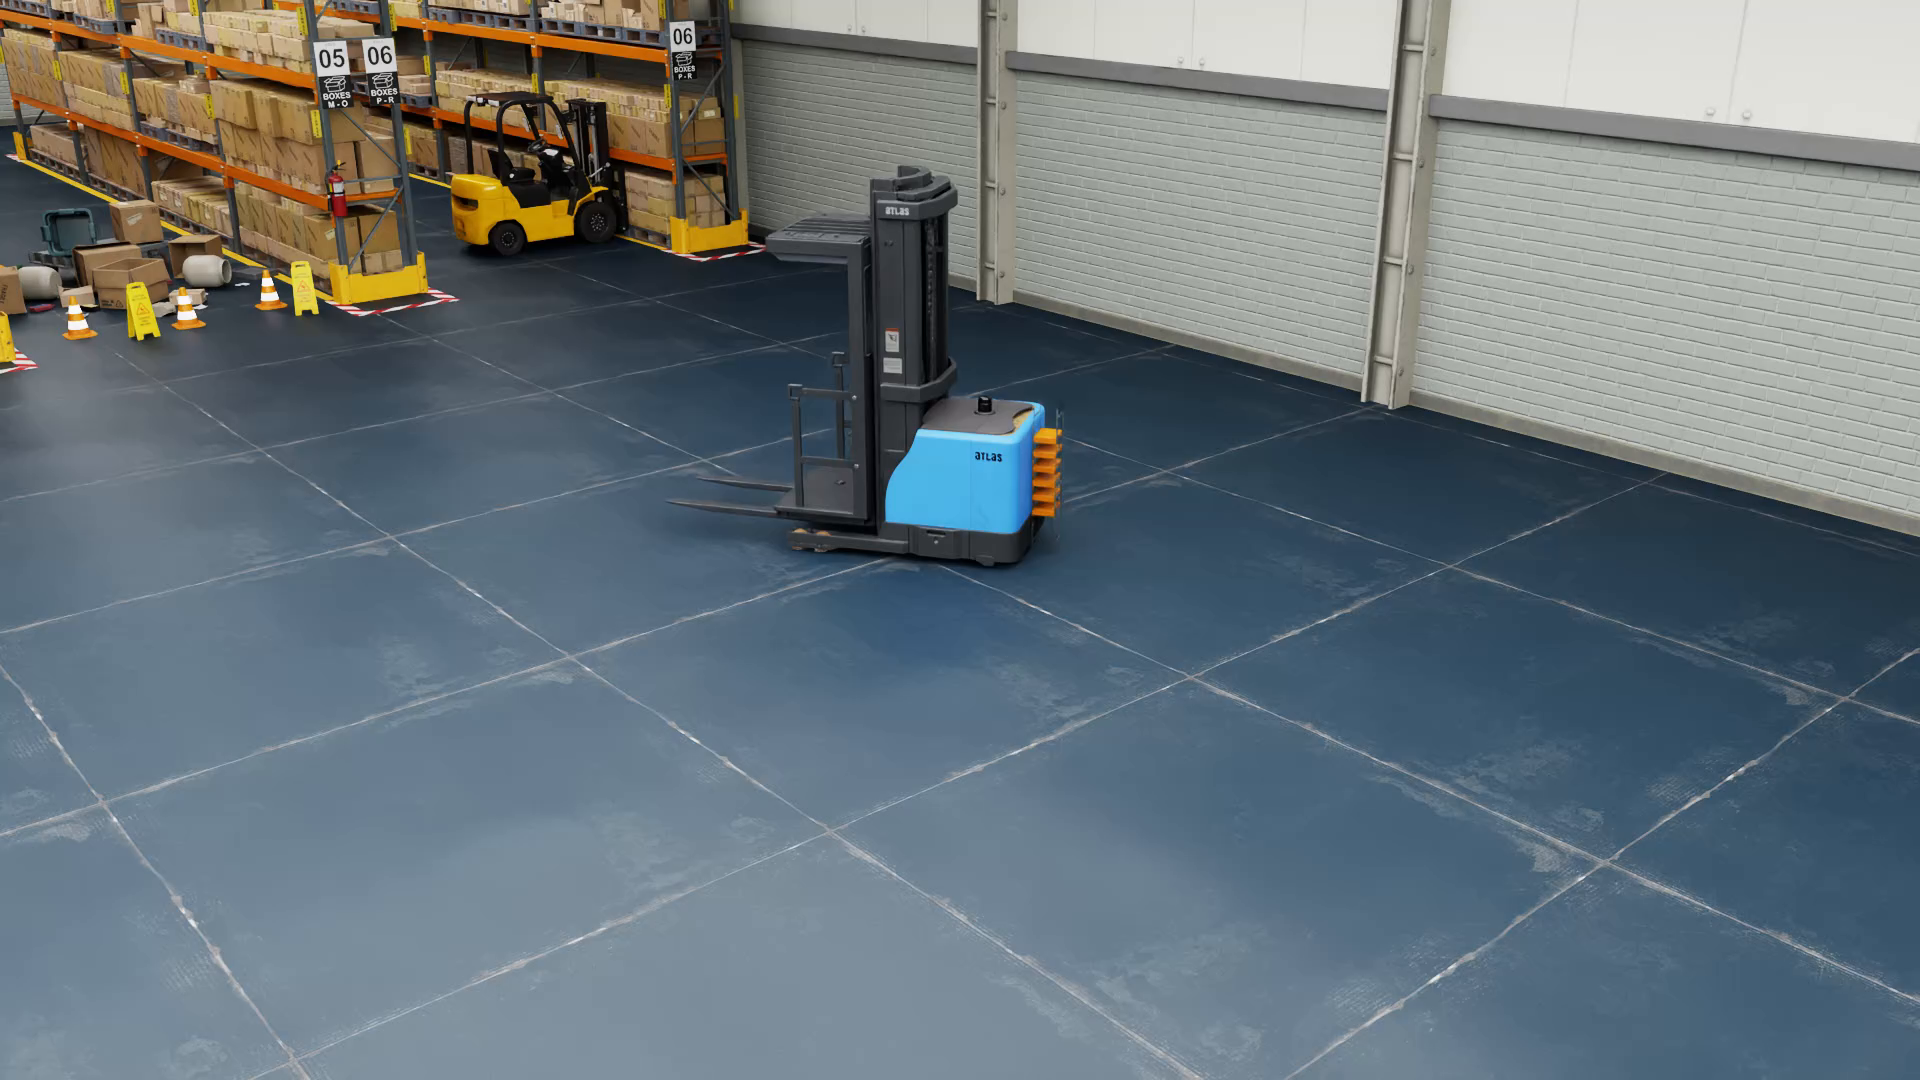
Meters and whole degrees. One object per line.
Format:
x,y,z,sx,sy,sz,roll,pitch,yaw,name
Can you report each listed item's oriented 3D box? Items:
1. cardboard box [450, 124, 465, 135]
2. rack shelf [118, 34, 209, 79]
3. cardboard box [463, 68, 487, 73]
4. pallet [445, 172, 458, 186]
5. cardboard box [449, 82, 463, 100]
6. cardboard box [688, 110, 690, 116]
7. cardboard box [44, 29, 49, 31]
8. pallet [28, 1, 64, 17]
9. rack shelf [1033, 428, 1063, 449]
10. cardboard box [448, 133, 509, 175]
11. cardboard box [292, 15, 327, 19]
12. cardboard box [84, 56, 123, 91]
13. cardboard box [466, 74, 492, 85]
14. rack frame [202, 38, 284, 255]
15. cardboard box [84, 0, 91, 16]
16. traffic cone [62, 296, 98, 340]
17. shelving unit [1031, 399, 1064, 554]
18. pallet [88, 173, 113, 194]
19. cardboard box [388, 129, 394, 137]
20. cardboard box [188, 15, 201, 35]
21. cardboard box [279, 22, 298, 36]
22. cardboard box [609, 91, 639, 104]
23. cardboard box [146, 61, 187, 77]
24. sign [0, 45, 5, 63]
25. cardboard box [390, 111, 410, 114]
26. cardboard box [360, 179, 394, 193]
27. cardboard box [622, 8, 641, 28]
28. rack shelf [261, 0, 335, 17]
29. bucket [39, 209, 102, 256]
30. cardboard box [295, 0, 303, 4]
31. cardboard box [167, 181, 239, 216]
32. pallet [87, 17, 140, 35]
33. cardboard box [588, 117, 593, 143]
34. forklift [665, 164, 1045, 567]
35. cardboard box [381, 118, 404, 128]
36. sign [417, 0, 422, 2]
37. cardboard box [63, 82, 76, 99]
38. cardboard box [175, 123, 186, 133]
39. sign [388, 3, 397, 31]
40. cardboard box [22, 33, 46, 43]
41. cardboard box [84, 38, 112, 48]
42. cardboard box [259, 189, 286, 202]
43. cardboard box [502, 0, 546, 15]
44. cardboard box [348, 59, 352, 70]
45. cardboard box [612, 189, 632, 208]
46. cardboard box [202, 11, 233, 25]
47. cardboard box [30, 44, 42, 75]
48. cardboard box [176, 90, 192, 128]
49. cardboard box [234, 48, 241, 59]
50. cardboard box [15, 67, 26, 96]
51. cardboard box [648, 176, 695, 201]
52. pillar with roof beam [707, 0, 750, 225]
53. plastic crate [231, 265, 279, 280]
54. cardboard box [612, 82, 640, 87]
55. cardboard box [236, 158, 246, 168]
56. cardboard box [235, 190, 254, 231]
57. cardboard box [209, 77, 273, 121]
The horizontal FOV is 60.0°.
-9.168,-7.561,30.639,0.380,0.149,0.250,-16,27,-36,cardboard box
-11.363,-7.256,24.771,1.077,0.370,4.000,-17,27,-37,rack shelf
-8.545,-8.237,29.374,0.380,0.149,0.250,-16,27,-36,cardboard box
-8.403,-6.395,29.521,1.003,0.211,1.213,-17,27,-37,pallet
-8.481,-7.773,28.737,0.500,0.250,0.500,-16,27,-36,cardboard box
-3.923,-6.277,24.369,0.380,0.149,0.250,-17,27,-37,cardboard box
-17.089,-9.604,31.495,0.380,0.149,0.250,-18,28,-38,cardboard box
-15.806,-9.436,29.471,1.003,0.211,1.213,-17,27,-37,pallet
0.689,-0.791,12.993,0.180,0.103,0.258,6,22,15,rack shelf
-8.514,-6.844,29.525,0.875,0.625,0.625,-16,27,-36,cardboard box
-8.601,-6.852,22.002,0.380,0.149,0.250,-17,27,-37,cardboard box
-14.190,-7.760,27.675,0.500,0.500,0.500,-18,28,-38,cardboard box
-8.197,-7.850,28.387,0.380,0.149,0.250,-17,27,-37,cardboard box
-10.058,-5.642,23.776,1.000,3.000,0.127,-17,27,-37,rack frame
-13.833,-8.574,26.757,0.396,0.266,0.258,-18,28,-39,cardboard box
-10.402,-2.634,19.574,0.336,0.463,0.334,-17,27,-37,traffic cone
0.689,-0.497,13.108,0.189,1.200,0.258,6,22,15,shelving unit
-14.719,-6.358,29.429,1.003,0.211,1.213,-17,27,-37,pallet
-10.365,-7.451,31.246,0.500,0.500,0.500,-19,28,-39,cardboard box
-10.549,-7.291,23.503,0.500,0.250,0.500,-18,28,-38,cardboard box
-8.338,-6.440,20.951,0.380,0.149,0.250,-17,27,-37,cardboard box
-4.992,-6.584,24.747,0.380,0.149,0.250,-17,27,-36,cardboard box
-12.806,-7.454,26.893,0.500,0.500,0.500,-19,28,-39,cardboard box
-18.315,-9.267,31.735,0.100,0.325,0.005,-17,27,-37,sign
-10.888,-8.264,32.432,0.380,0.149,0.250,-17,27,-37,cardboard box
-7.512,-4.563,21.365,0.380,0.149,0.250,-17,27,-37,cardboard box
-4.626,-7.522,23.935,0.396,0.266,0.258,-17,27,-37,cardboard box
-12.828,-10.649,33.433,1.077,0.370,4.000,-17,27,-37,rack shelf
-11.907,-4.130,22.321,0.726,0.611,0.620,-8,13,-19,bucket
-13.008,-10.762,33.079,0.380,0.149,0.250,-17,27,-36,cardboard box
-11.820,-5.359,26.080,0.950,0.372,0.625,-18,28,-38,cardboard box
-13.129,-8.221,26.506,1.213,0.211,1.003,-16,26,-35,pallet
-5.524,-6.407,25.591,0.500,0.500,0.500,-18,28,-38,cardboard box
-0.880,-1.443,13.150,3.031,2.935,1.130,6,22,15,forklift
-10.750,-7.929,31.578,0.380,0.149,0.250,-18,27,-38,cardboard box
-9.323,-9.438,28.647,0.100,0.325,0.005,-17,27,-37,sign
-15.206,-7.826,28.873,0.500,0.250,0.500,-18,28,-39,cardboard box
-11.579,-6.233,25.055,0.380,0.149,0.250,-16,27,-36,cardboard box
-7.036,-6.470,20.577,0.100,0.325,0.005,-17,27,-37,sign
-16.889,-9.169,30.383,0.380,0.149,0.250,-18,28,-39,cardboard box
-15.289,-8.815,29.480,0.380,0.149,0.250,-18,28,-38,cardboard box
-9.326,-4.717,22.691,0.380,0.149,0.250,-16,26,-34,cardboard box
-6.957,-8.564,26.532,0.500,0.311,0.500,-19,28,-39,cardboard box
-7.657,-6.037,21.015,0.380,0.149,0.250,-19,28,-39,cardboard box
-4.916,-5.206,25.172,0.500,0.250,0.500,-18,28,-39,cardboard box
-10.100,-7.128,22.708,0.380,0.149,0.250,-18,28,-38,cardboard box
-16.462,-8.709,30.099,0.500,0.500,0.500,-17,27,-37,cardboard box
-11.190,-6.376,24.530,0.500,0.500,0.500,-16,27,-36,cardboard box
-9.533,-6.571,22.378,0.380,0.149,0.250,-16,27,-36,cardboard box
-17.444,-8.670,31.369,0.500,0.500,0.500,-18,28,-38,cardboard box
-4.226,-5.153,24.351,0.500,0.250,0.500,-16,27,-36,cardboard box
-6.722,-7.895,21.302,9.100,9.000,0.400,-17,27,-37,pillar with roof beam
-9.654,-3.653,22.702,0.583,0.080,0.402,12,24,27,plastic crate
-5.183,-7.016,25.848,0.380,0.149,0.250,-18,28,-38,cardboard box
-9.891,-5.304,23.258,0.380,0.149,0.250,-16,27,-36,cardboard box
-9.877,-4.679,23.483,0.500,0.500,0.500,-16,26,-35,cardboard box
-9.935,-6.119,23.079,0.700,0.500,0.500,-18,28,-38,cardboard box
